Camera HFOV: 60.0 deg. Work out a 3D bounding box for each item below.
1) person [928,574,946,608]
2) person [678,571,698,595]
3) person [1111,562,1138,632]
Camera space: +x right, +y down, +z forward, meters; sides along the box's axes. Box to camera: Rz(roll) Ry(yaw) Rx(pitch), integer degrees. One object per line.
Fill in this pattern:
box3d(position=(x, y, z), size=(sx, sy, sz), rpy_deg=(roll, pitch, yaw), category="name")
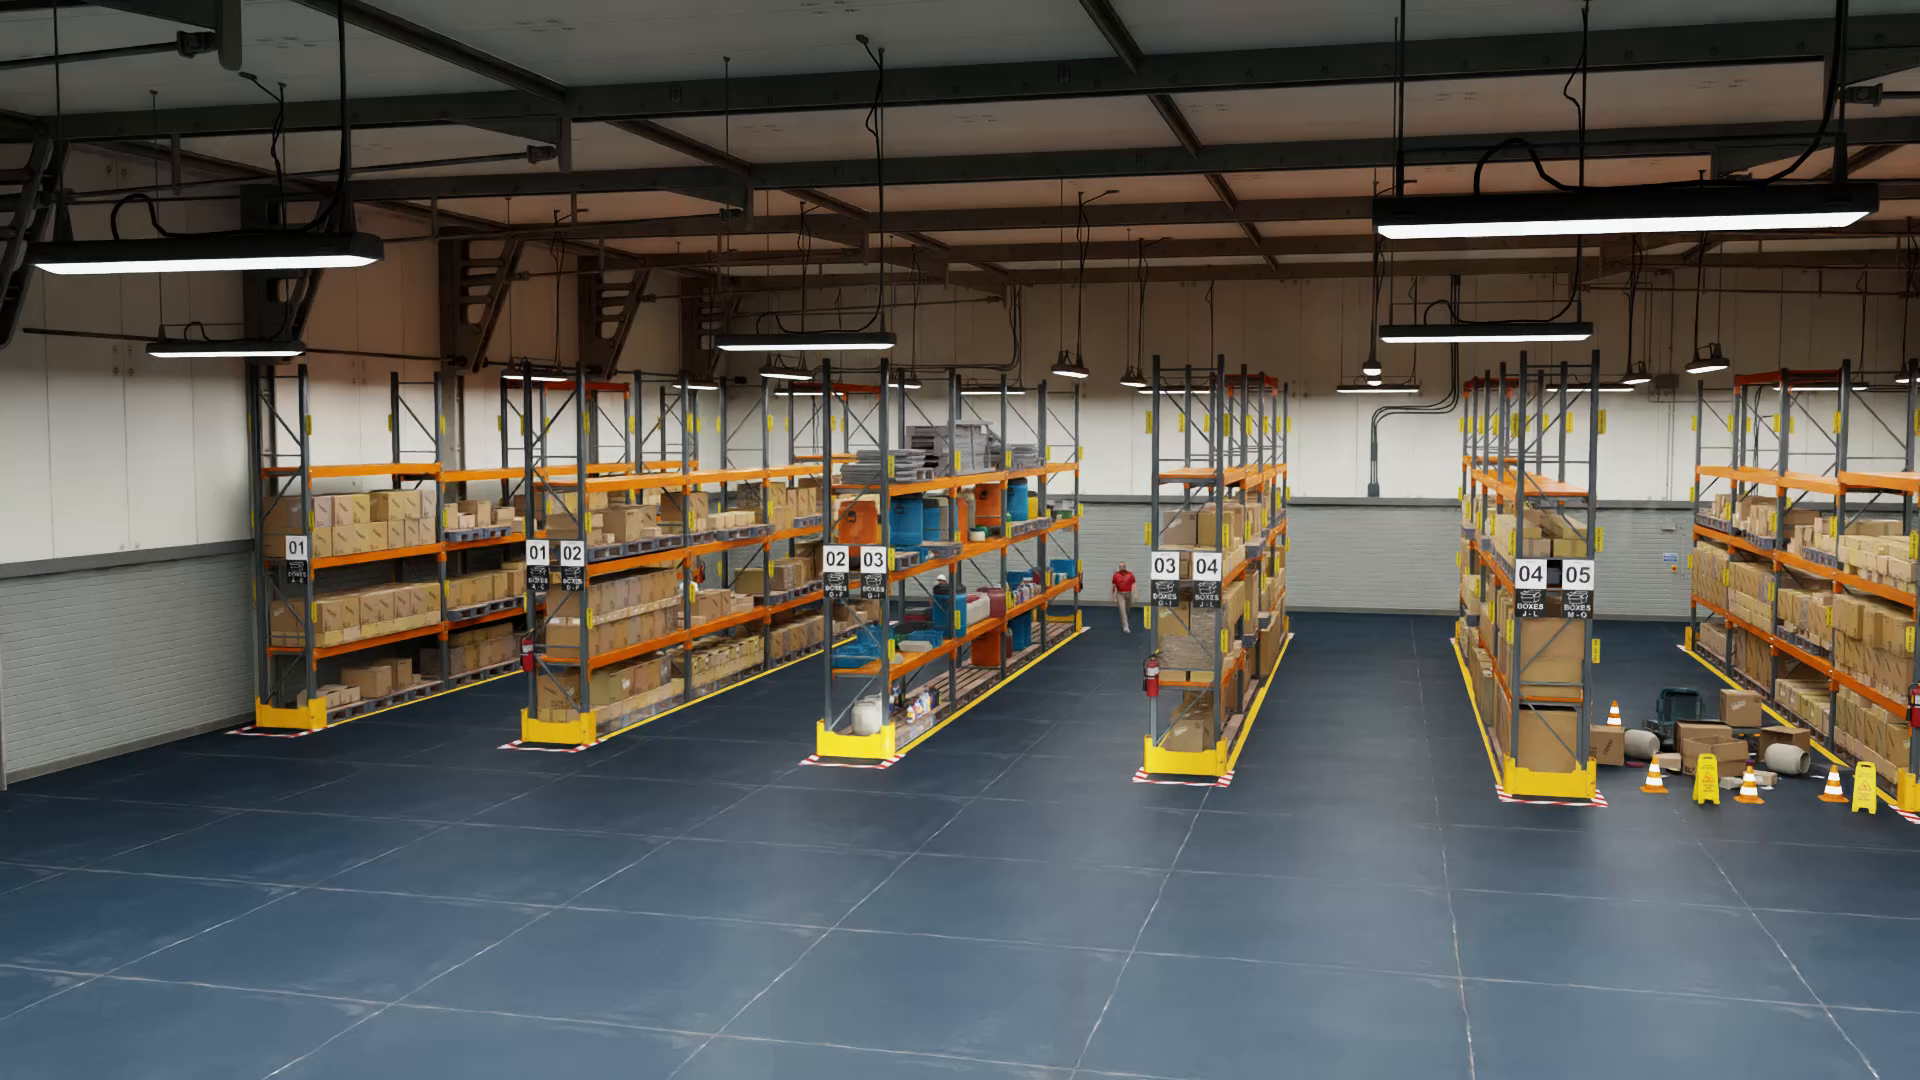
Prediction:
box3d(position=(-0.351, 1.594, 37.283), size=(0.696, 1.684, 0.641), rpy_deg=(2, 4, 23), category="person")
box3d(position=(-6.303, 1.509, 38.587), size=(0.567, 1.617, 1.033), rpy_deg=(1, 4, 12), category="person")
box3d(position=(4.017, 1.366, 40.432), size=(0.582, 1.656, 1.035), rpy_deg=(-1, 4, -11), category="person")
